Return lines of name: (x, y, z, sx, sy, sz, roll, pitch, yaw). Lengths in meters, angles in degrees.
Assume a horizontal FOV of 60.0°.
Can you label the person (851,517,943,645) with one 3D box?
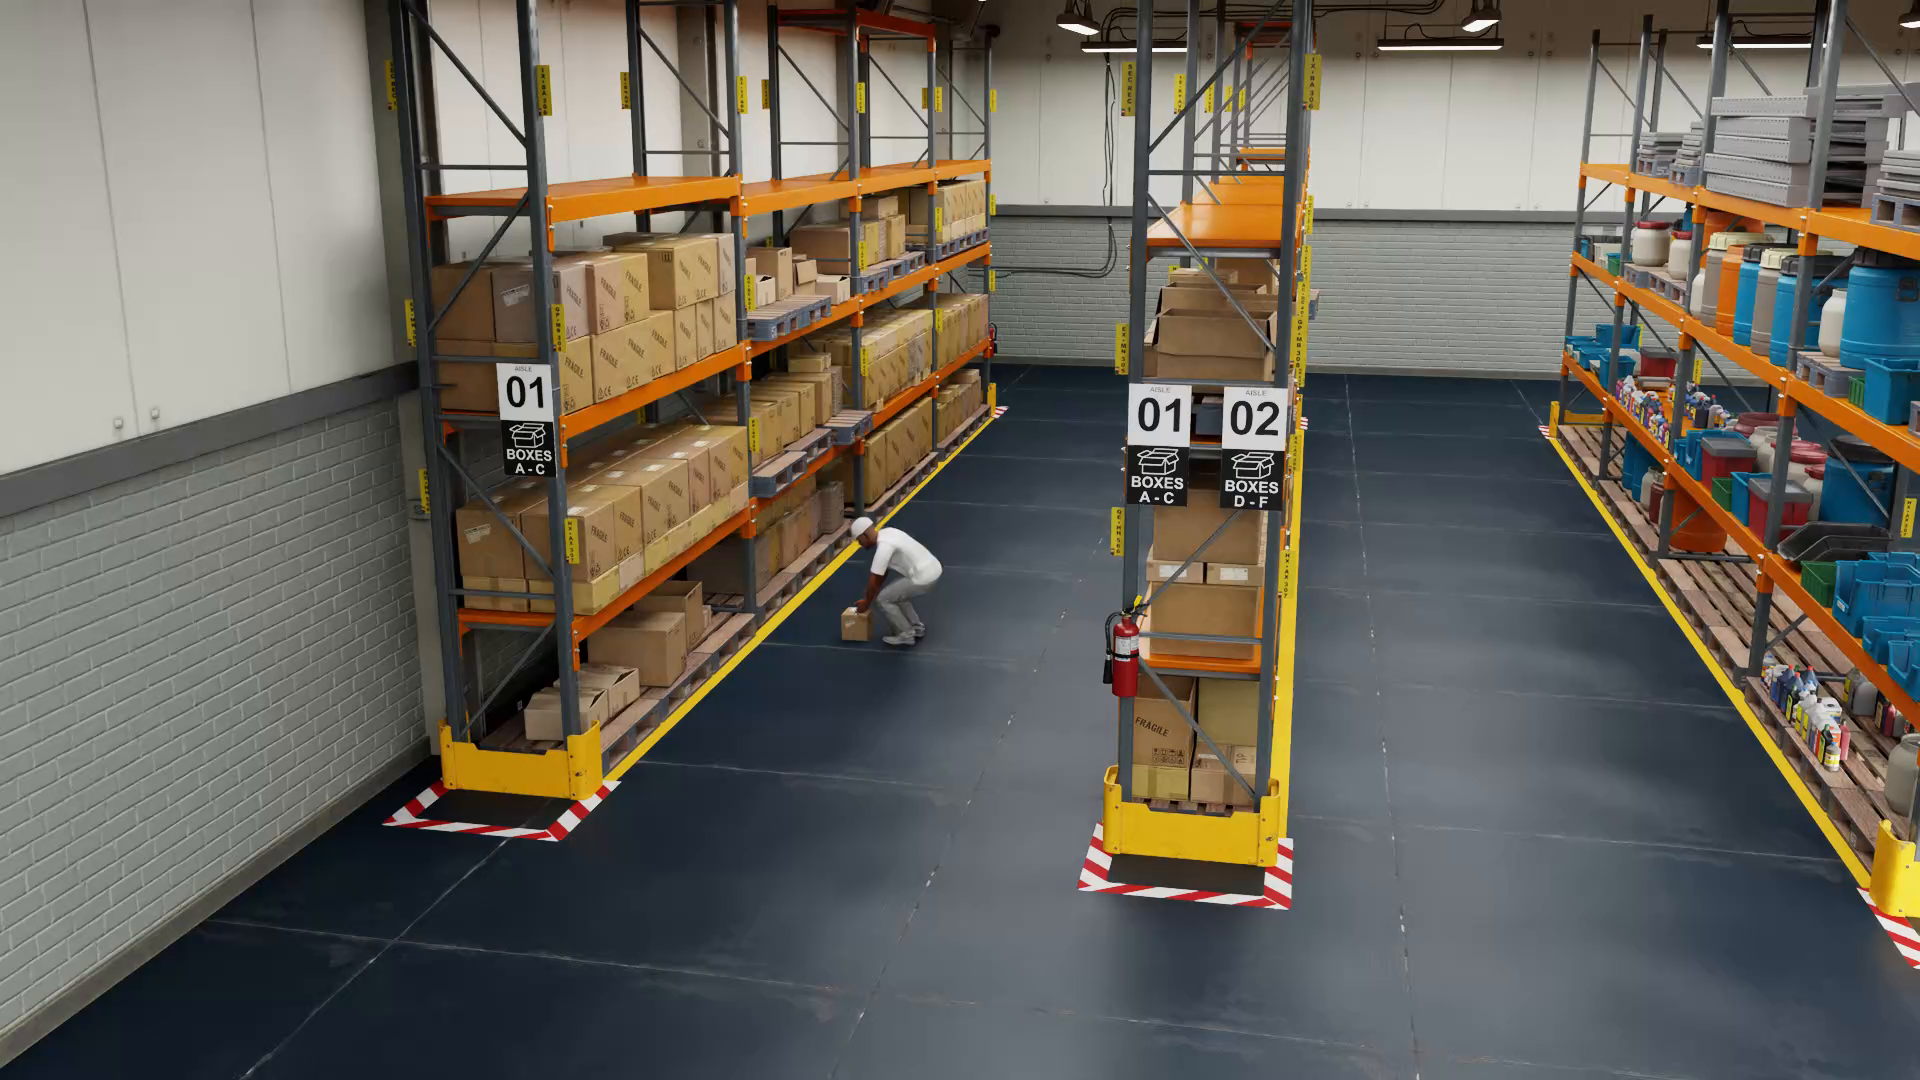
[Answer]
person: (-0.606, 0.377, 15.650, 0.847, 1.196, 0.619, 3, 15, 11)
